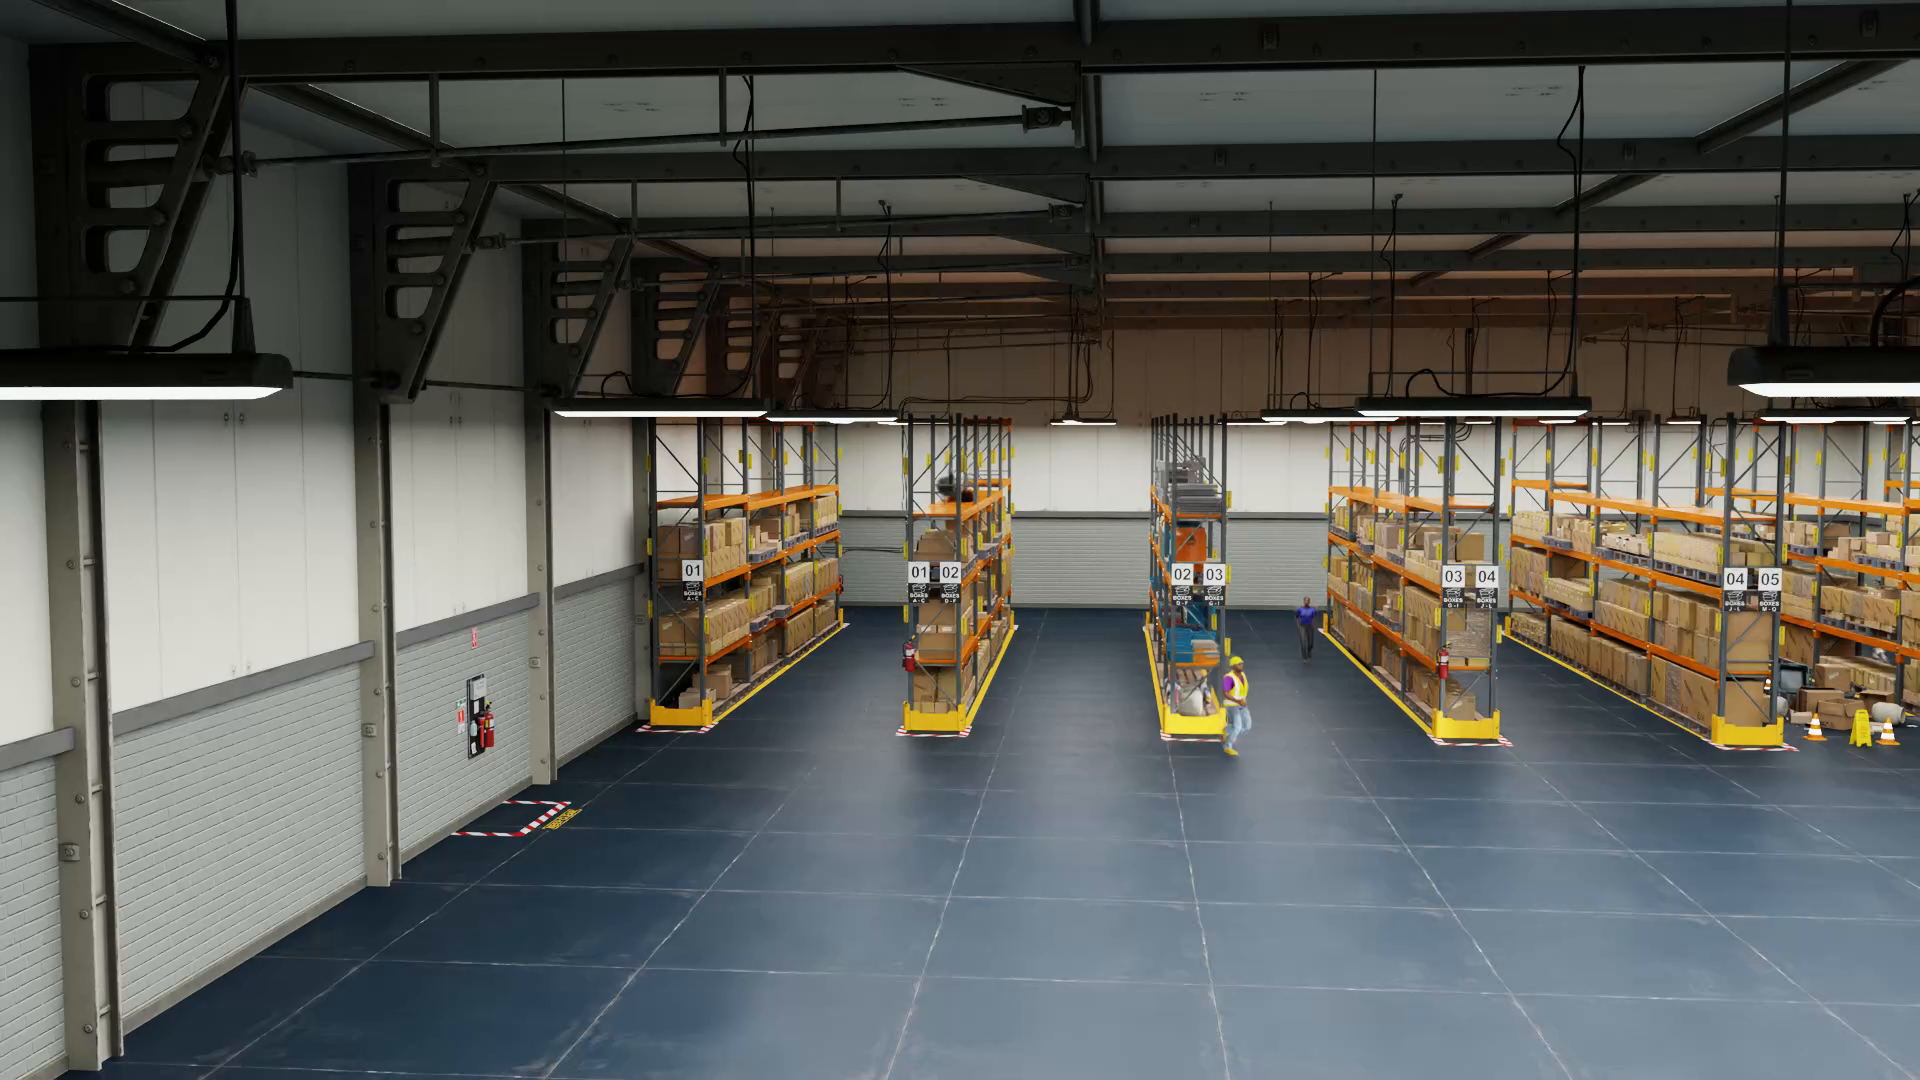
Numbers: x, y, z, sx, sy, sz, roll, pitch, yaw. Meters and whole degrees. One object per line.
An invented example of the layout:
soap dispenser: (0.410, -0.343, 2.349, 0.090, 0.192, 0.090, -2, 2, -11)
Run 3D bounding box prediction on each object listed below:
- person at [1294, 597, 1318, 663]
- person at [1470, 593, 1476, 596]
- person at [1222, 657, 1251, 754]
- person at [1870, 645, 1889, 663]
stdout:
person: (8.454, 2.185, 40.651, 0.576, 1.604, 0.612, 1, 4, 8)
person: (14.192, 1.780, 46.520, 0.638, 1.612, 0.503, 4, 5, 45)
person: (4.868, 2.901, 29.228, 0.647, 1.722, 0.740, 4, 5, 43)
person: (21.659, 2.191, 39.181, 0.656, 1.792, 0.972, 0, 4, 1)
